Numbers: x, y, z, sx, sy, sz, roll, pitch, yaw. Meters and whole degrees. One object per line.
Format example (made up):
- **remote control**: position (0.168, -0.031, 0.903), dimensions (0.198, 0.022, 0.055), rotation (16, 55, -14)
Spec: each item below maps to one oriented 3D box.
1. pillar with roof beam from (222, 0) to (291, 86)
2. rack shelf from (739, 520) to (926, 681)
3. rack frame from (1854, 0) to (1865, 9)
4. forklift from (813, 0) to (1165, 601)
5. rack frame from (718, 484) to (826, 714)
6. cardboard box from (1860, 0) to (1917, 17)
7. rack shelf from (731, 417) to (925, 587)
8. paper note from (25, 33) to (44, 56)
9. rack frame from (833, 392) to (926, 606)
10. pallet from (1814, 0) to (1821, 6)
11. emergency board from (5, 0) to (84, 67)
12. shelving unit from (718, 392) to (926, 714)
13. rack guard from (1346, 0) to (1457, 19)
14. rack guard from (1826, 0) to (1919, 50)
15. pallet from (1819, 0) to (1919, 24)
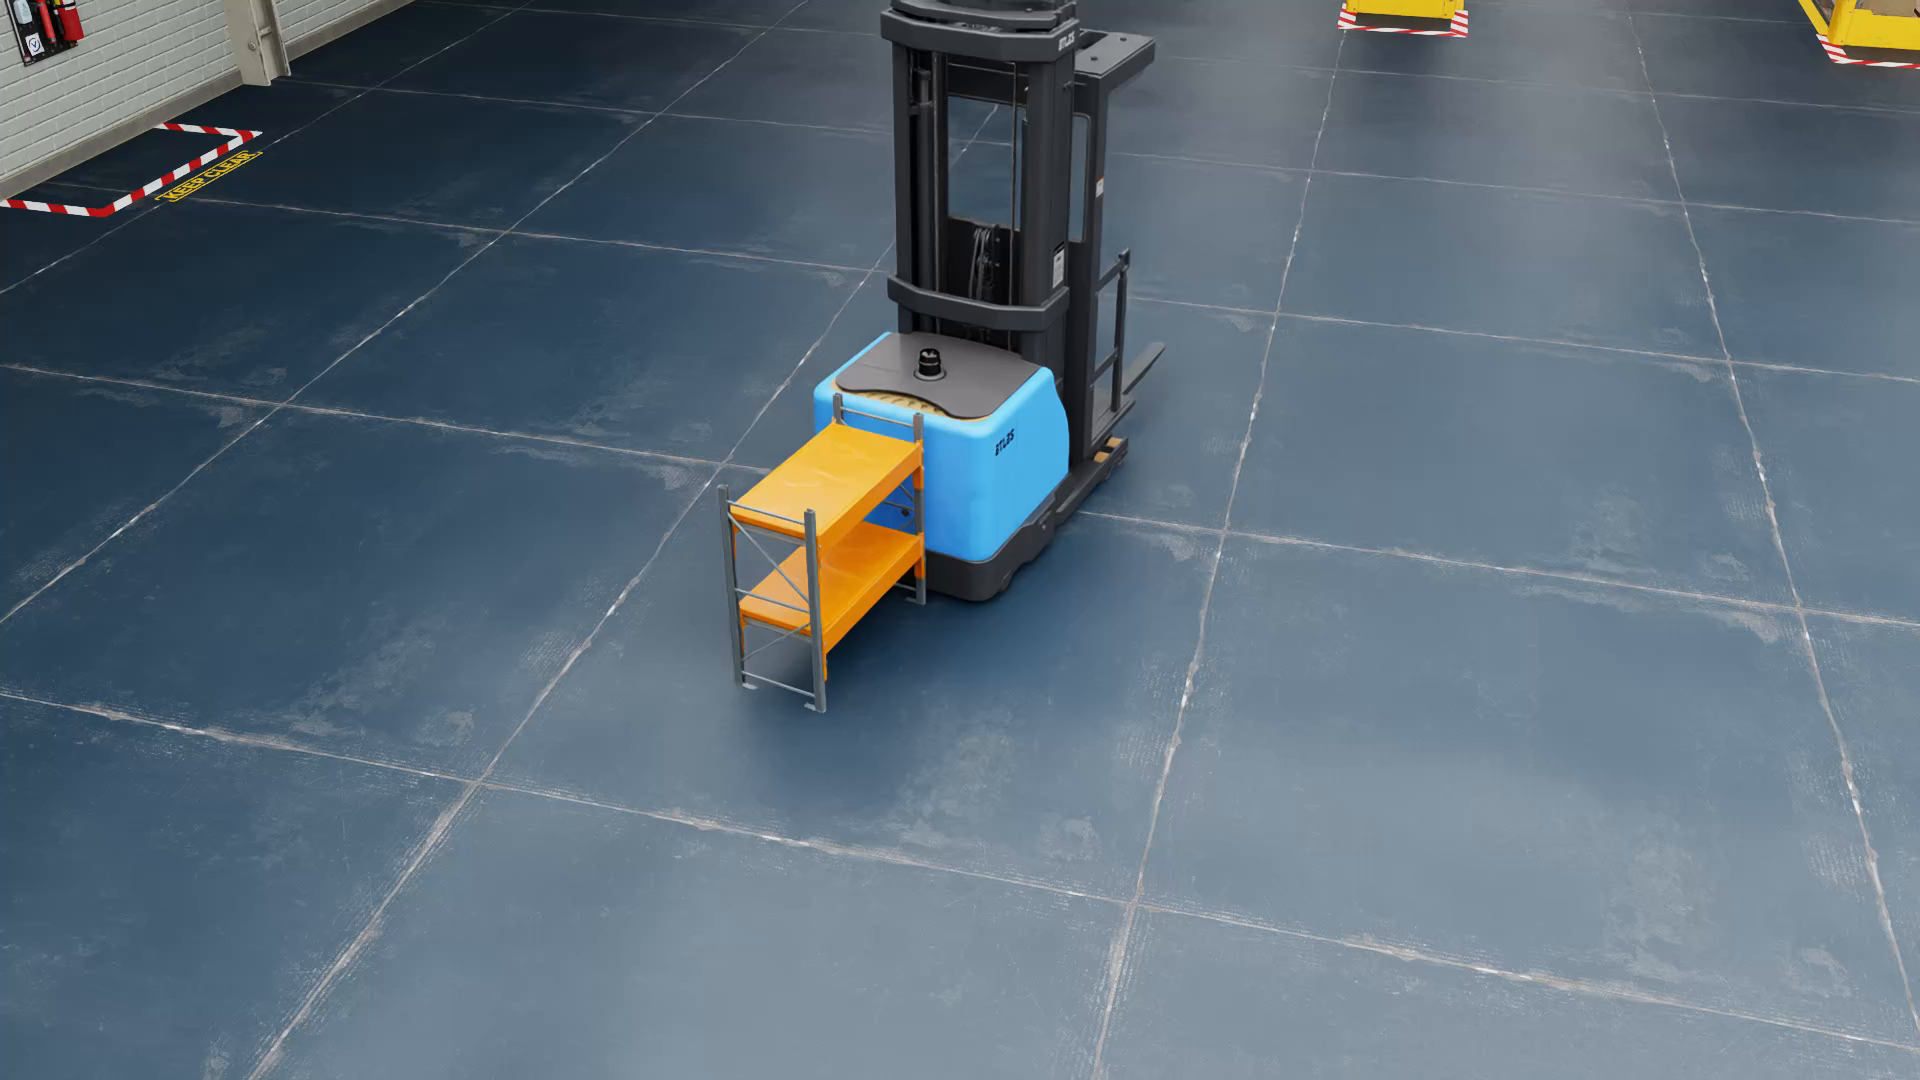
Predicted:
- **pillar with roof beam**: position (-2.681, -7.761, 13.071), dimensions (9.100, 9.000, 0.400), rotation (8, 33, 12)
- **rack shelf**: position (-0.638, 0.251, 8.262), dimensions (0.538, 0.278, 1.000), rotation (15, 36, 23)
- **rack frame**: position (9.710, -6.425, 16.561), dimensions (1.000, 3.000, 0.127), rotation (8, 33, 12)
- **forklift**: position (0.354, -1.690, 9.176), dimensions (1.130, 2.935, 3.031), rotation (15, 36, 23)
- **rack frame**: position (-0.870, 0.288, 7.749), dimensions (0.500, 1.125, 0.032), rotation (15, 36, 23)
- **cardboard box**: position (9.884, -5.869, 17.625), dimensions (0.500, 0.500, 0.500), rotation (14, 35, 21)
- **rack shelf**: position (-0.638, -0.202, 7.974), dimensions (0.538, 0.278, 1.000), rotation (15, 36, 23)
- **paper note**: position (-7.621, -4.084, 13.700), dimensions (0.016, 0.148, 0.142), rotation (8, 33, 12)
- **rack frame**: position (-0.407, -0.198, 8.513), dimensions (0.500, 1.125, 0.032), rotation (15, 36, 23)
- **pallet**: position (10.281, -6.336, 19.019), dimensions (1.003, 0.211, 1.213), rotation (8, 33, 12)
- **emergency board**: position (-7.510, -4.538, 13.593), dimensions (0.194, 1.169, 0.643), rotation (8, 33, 12)
- **shelving unit**: position (-0.638, 0.045, 8.131), dimensions (0.538, 1.125, 1.048), rotation (15, 36, 23)
- **rack guard**: position (4.893, -6.090, 18.364), dimensions (1.175, 0.500, 0.348), rotation (8, 33, 12)
- **rack guard**: position (9.729, -5.410, 17.293), dimensions (1.175, 0.500, 0.348), rotation (8, 33, 12)
- **pallet**: position (9.969, -5.704, 18.026), dimensions (1.003, 0.211, 1.213), rotation (8, 33, 12)
